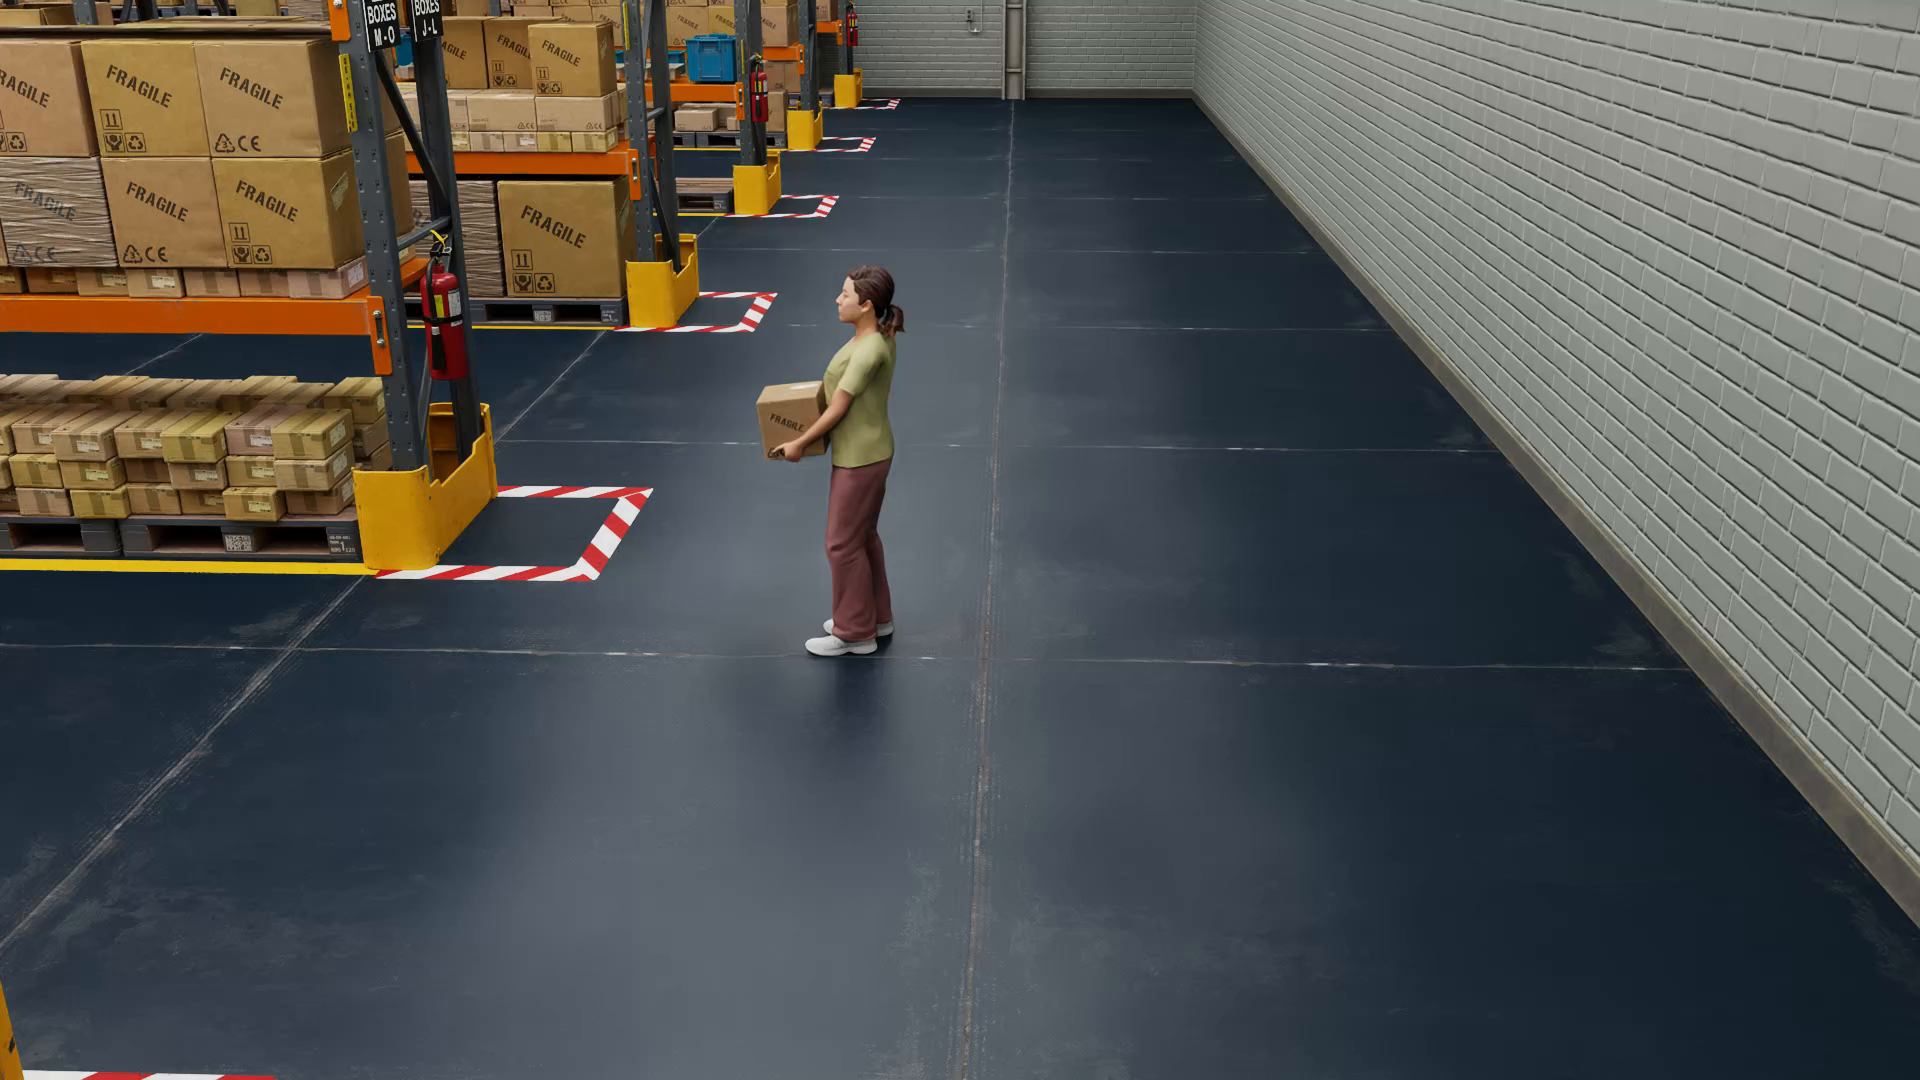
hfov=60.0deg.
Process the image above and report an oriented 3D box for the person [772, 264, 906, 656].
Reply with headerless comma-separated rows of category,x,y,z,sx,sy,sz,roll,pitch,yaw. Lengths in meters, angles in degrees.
person,-0.489,-0.325,6.951,0.551,1.667,0.424,1,21,2
